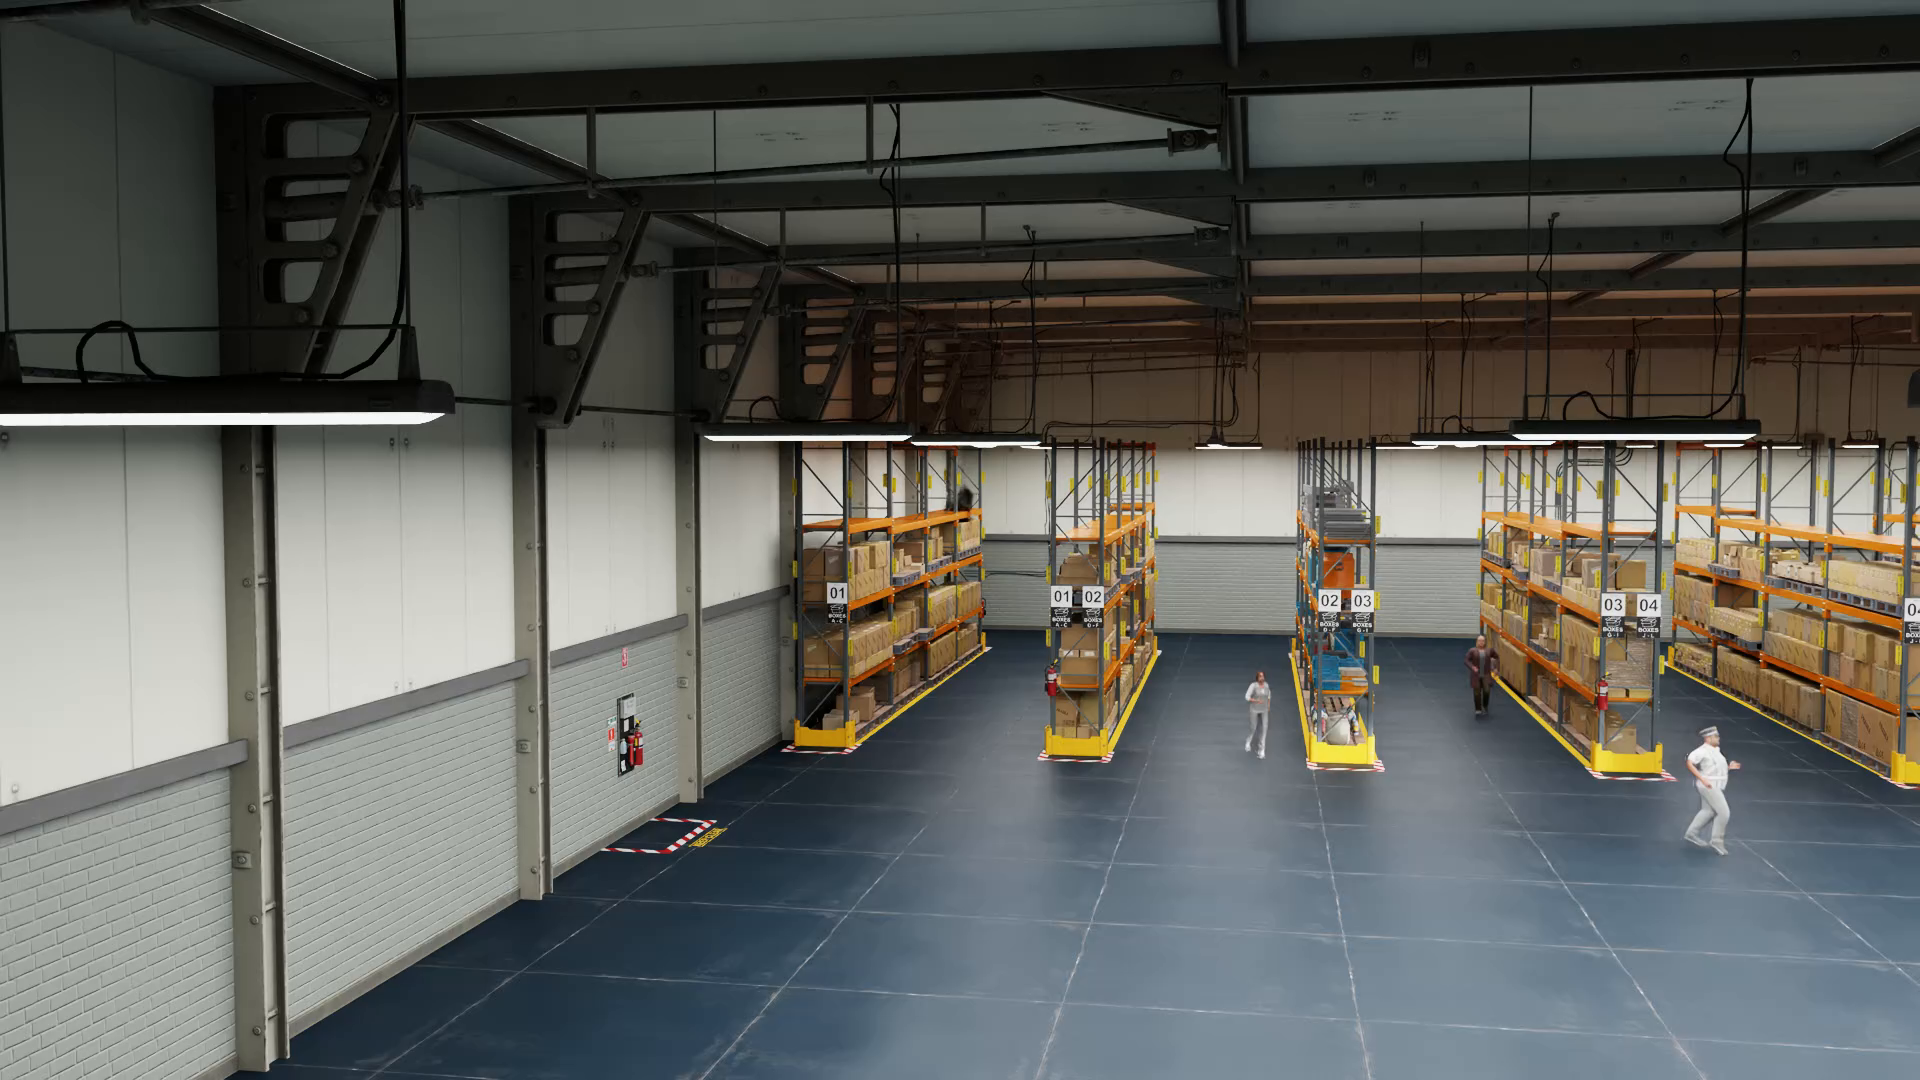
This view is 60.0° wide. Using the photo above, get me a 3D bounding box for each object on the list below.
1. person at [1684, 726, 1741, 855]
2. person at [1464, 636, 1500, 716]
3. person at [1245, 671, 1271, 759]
[{"bbox_3d":[10.770,3.583,23.828,0.745,1.846,0.639,2,4,35],"label":"person"},{"bbox_3d":[11.265,2.946,35.881,0.746,1.756,0.679,1,3,14],"label":"person"},{"bbox_3d":[5.621,3.266,31.337,0.558,1.626,0.777,-1,3,-9],"label":"person"}]
